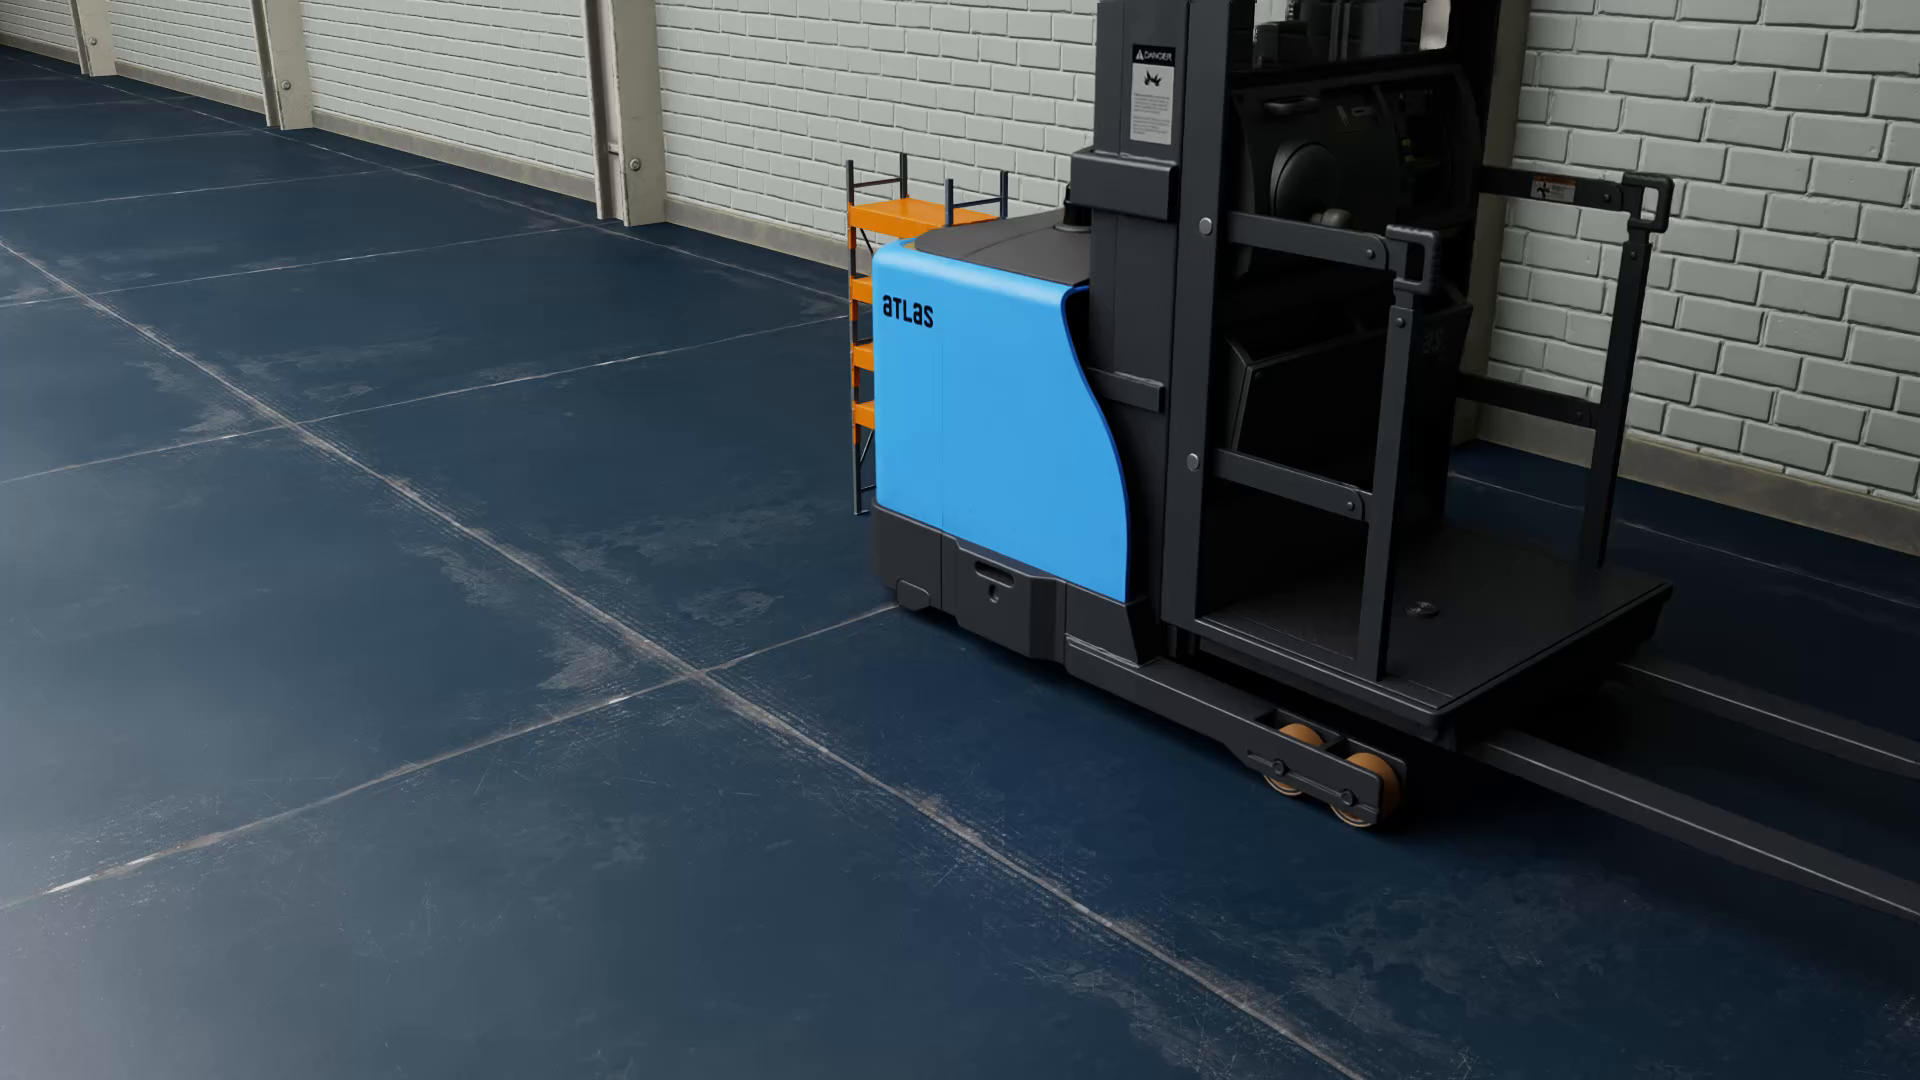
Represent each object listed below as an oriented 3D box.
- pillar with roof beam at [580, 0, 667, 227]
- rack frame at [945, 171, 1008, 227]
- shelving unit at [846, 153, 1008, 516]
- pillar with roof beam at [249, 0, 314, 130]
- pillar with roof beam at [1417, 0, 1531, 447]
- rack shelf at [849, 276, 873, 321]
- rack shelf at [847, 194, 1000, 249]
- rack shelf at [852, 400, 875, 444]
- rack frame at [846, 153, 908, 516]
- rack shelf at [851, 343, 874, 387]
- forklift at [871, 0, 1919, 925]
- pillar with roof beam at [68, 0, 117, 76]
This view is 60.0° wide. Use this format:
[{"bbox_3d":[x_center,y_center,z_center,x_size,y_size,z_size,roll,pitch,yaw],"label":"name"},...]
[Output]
[{"bbox_3d":[-5.383,-5.248,6.545,9.100,9.000,0.400,-17,27,-37],"label":"pillar with roof beam"},{"bbox_3d":[0.051,-0.537,5.210,0.240,1.200,0.015,-17,27,-37],"label":"rack frame"},{"bbox_3d":[-0.108,-0.604,5.382,0.258,1.200,0.503,-17,27,-37],"label":"shelving unit"},{"bbox_3d":[-9.300,-6.906,10.777,9.100,9.000,0.400,-17,27,-37],"label":"pillar with roof beam"},{"bbox_3d":[-1.467,-3.591,2.312,9.100,9.000,0.400,-17,27,-37],"label":"pillar with roof beam"},{"bbox_3d":[-0.108,-0.750,5.325,0.258,0.148,0.480,-17,27,-37],"label":"rack shelf"},{"bbox_3d":[-0.108,-0.970,5.239,0.258,0.148,0.480,-17,27,-37],"label":"rack shelf"},{"bbox_3d":[-0.108,-0.357,5.479,0.258,0.148,0.480,-17,27,-37],"label":"rack shelf"},{"bbox_3d":[-0.267,-0.672,5.554,0.240,1.200,0.015,-17,27,-37],"label":"rack frame"},{"bbox_3d":[-0.108,-0.542,5.406,0.258,0.148,0.480,-17,27,-37],"label":"rack shelf"},{"bbox_3d":[1.101,-0.918,3.809,1.130,2.935,3.031,-18,28,-39],"label":"forklift"},{"bbox_3d":[-13.216,-8.564,15.009,9.100,9.000,0.400,-17,27,-37],"label":"pillar with roof beam"}]
